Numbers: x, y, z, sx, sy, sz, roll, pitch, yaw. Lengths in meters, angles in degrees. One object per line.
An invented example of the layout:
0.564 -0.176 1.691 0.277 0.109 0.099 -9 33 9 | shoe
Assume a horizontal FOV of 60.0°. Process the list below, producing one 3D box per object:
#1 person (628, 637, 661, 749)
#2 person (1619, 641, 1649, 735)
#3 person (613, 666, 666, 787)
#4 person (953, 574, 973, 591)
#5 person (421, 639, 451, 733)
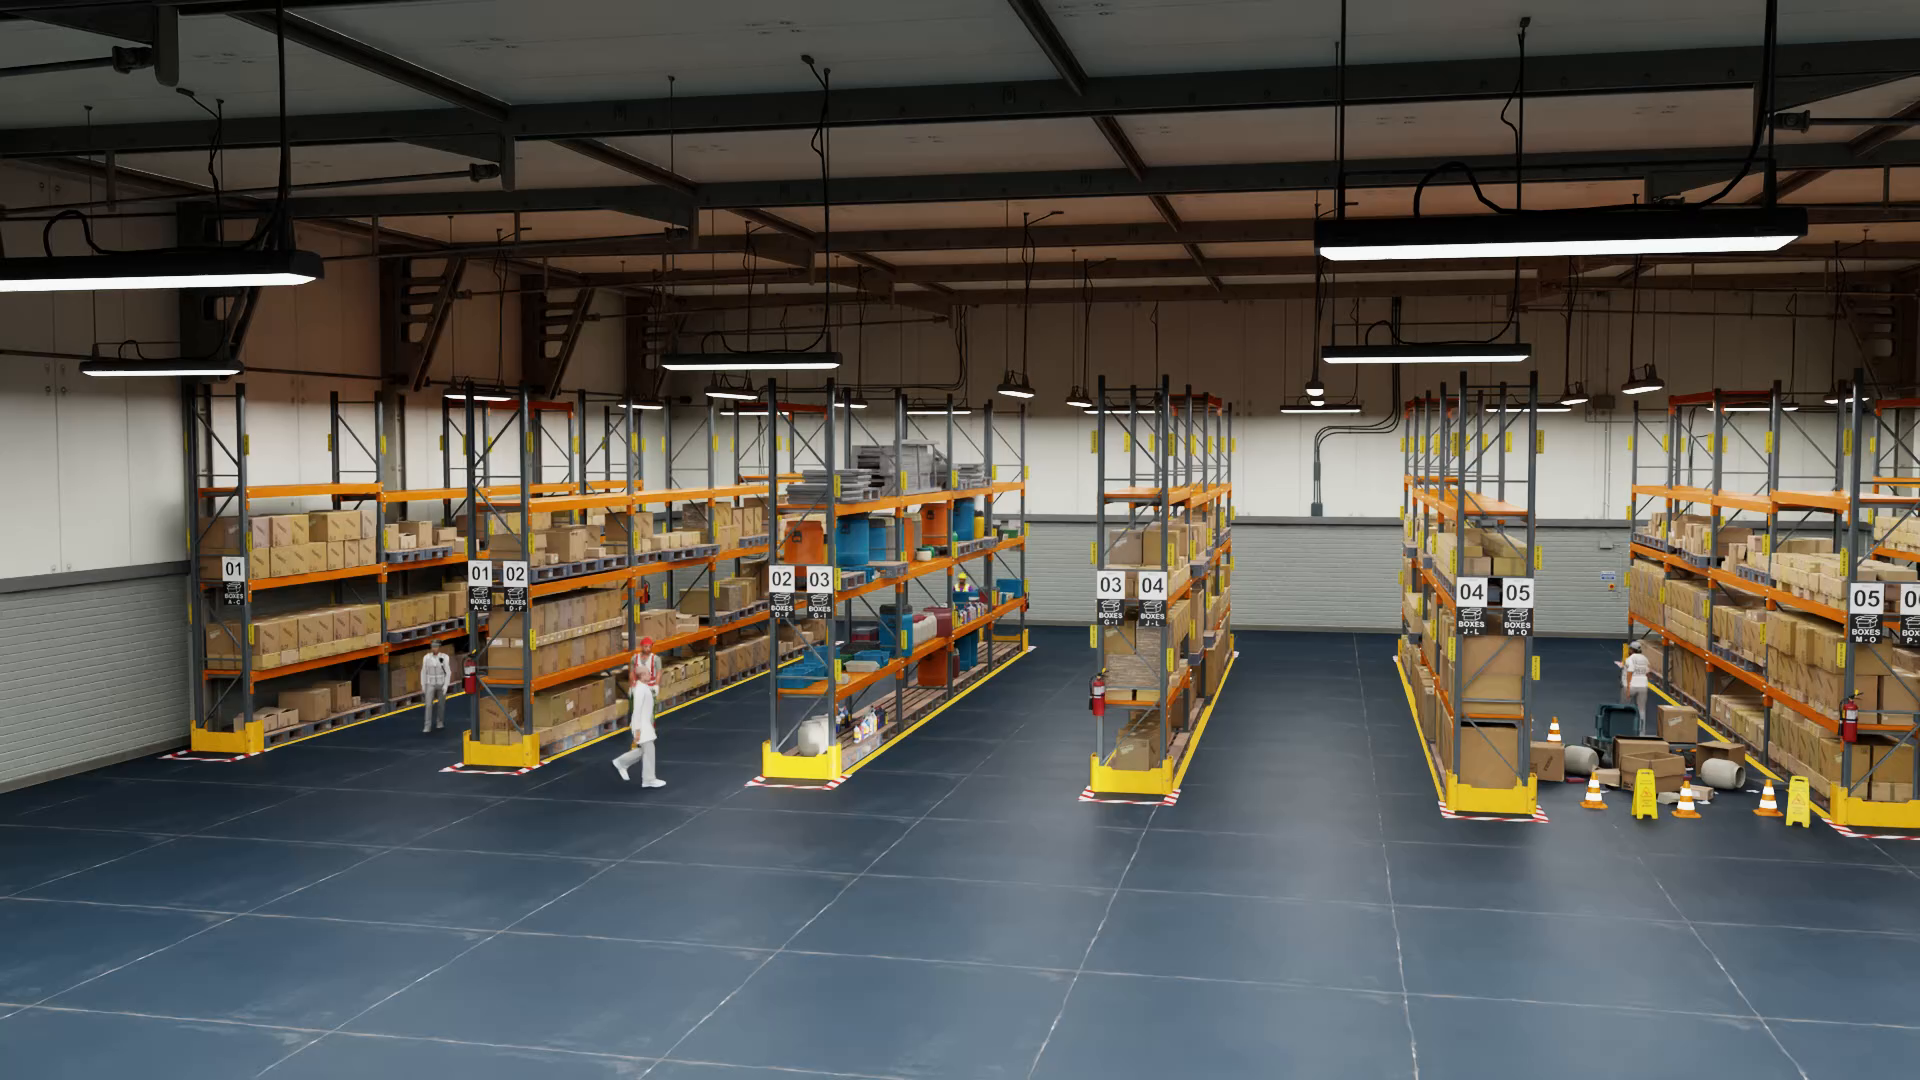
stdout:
-5.269 2.535 27.680 0.563 1.805 0.669 0 3 -4 | person
11.512 2.581 28.342 0.504 1.702 0.616 0 3 3 | person
-4.712 2.819 24.333 0.882 1.554 0.571 0 3 8 | person
0.053 1.709 42.398 0.617 1.711 1.081 1 3 10 | person
-9.098 2.517 28.878 0.500 1.610 1.019 -1 3 -19 | person
